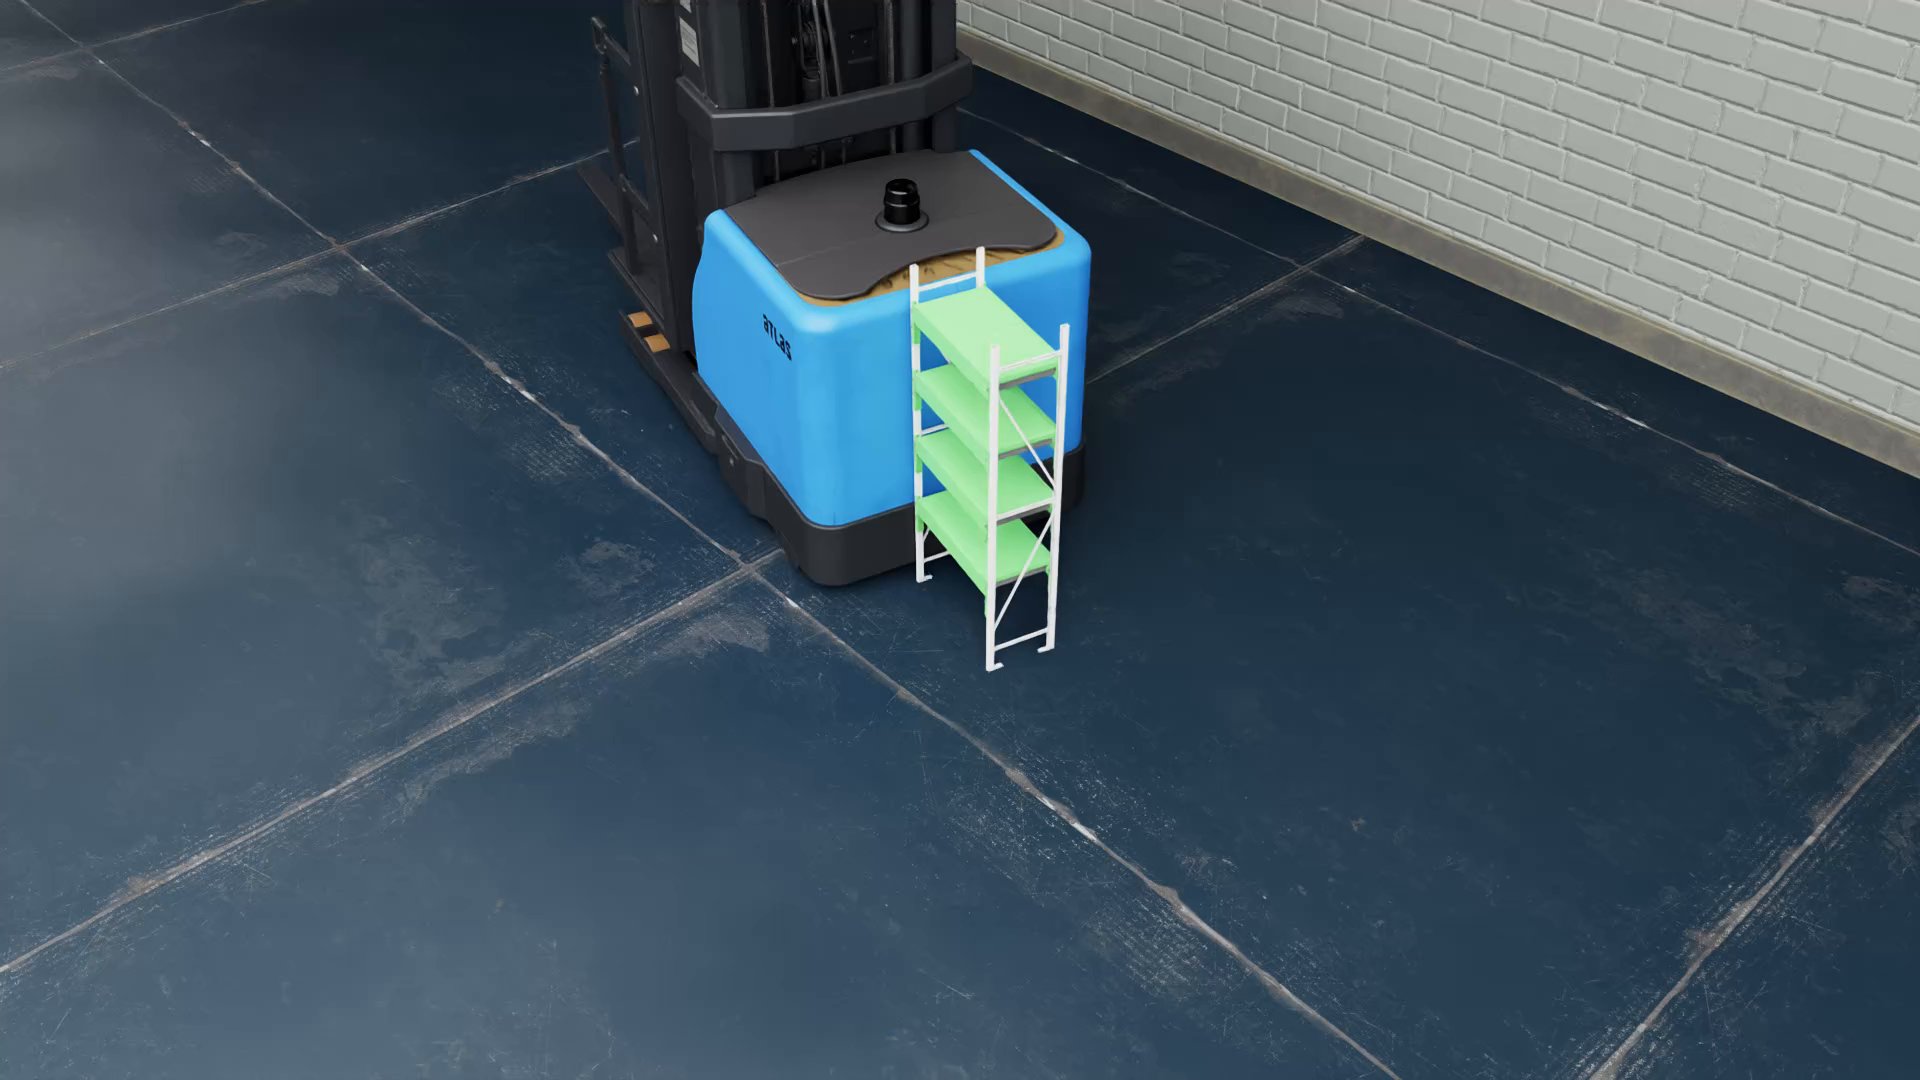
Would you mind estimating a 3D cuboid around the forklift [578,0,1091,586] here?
[{"bbox_3d":[-0.707,-1.904,5.775,1.130,2.935,3.031,-19,42,-21],"label":"forklift"}]

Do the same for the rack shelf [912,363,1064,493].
[{"bbox_3d":[0.078,-0.363,4.964,0.258,0.148,0.480,-18,42,-21],"label":"rack shelf"}]

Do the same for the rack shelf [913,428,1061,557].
[{"bbox_3d":[0.078,-0.176,5.114,0.258,0.148,0.480,-18,42,-21],"label":"rack shelf"}]

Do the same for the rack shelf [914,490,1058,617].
[{"bbox_3d":[0.078,0.011,5.265,0.258,0.148,0.480,-18,42,-21],"label":"rack shelf"}]

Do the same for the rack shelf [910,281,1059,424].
[{"bbox_3d":[0.078,-0.549,4.813,0.258,0.148,0.480,-18,42,-21],"label":"rack shelf"}]

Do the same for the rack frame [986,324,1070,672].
[{"bbox_3d":[0.192,-0.090,4.906,0.240,1.200,0.015,-18,42,-21],"label":"rack frame"}]

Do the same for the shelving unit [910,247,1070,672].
[{"bbox_3d":[0.078,-0.226,5.074,0.258,1.200,0.503,-18,42,-21],"label":"shelving unit"}]

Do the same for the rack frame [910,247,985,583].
[{"bbox_3d":[-0.036,-0.361,5.242,0.240,1.200,0.015,-18,42,-21],"label":"rack frame"}]
